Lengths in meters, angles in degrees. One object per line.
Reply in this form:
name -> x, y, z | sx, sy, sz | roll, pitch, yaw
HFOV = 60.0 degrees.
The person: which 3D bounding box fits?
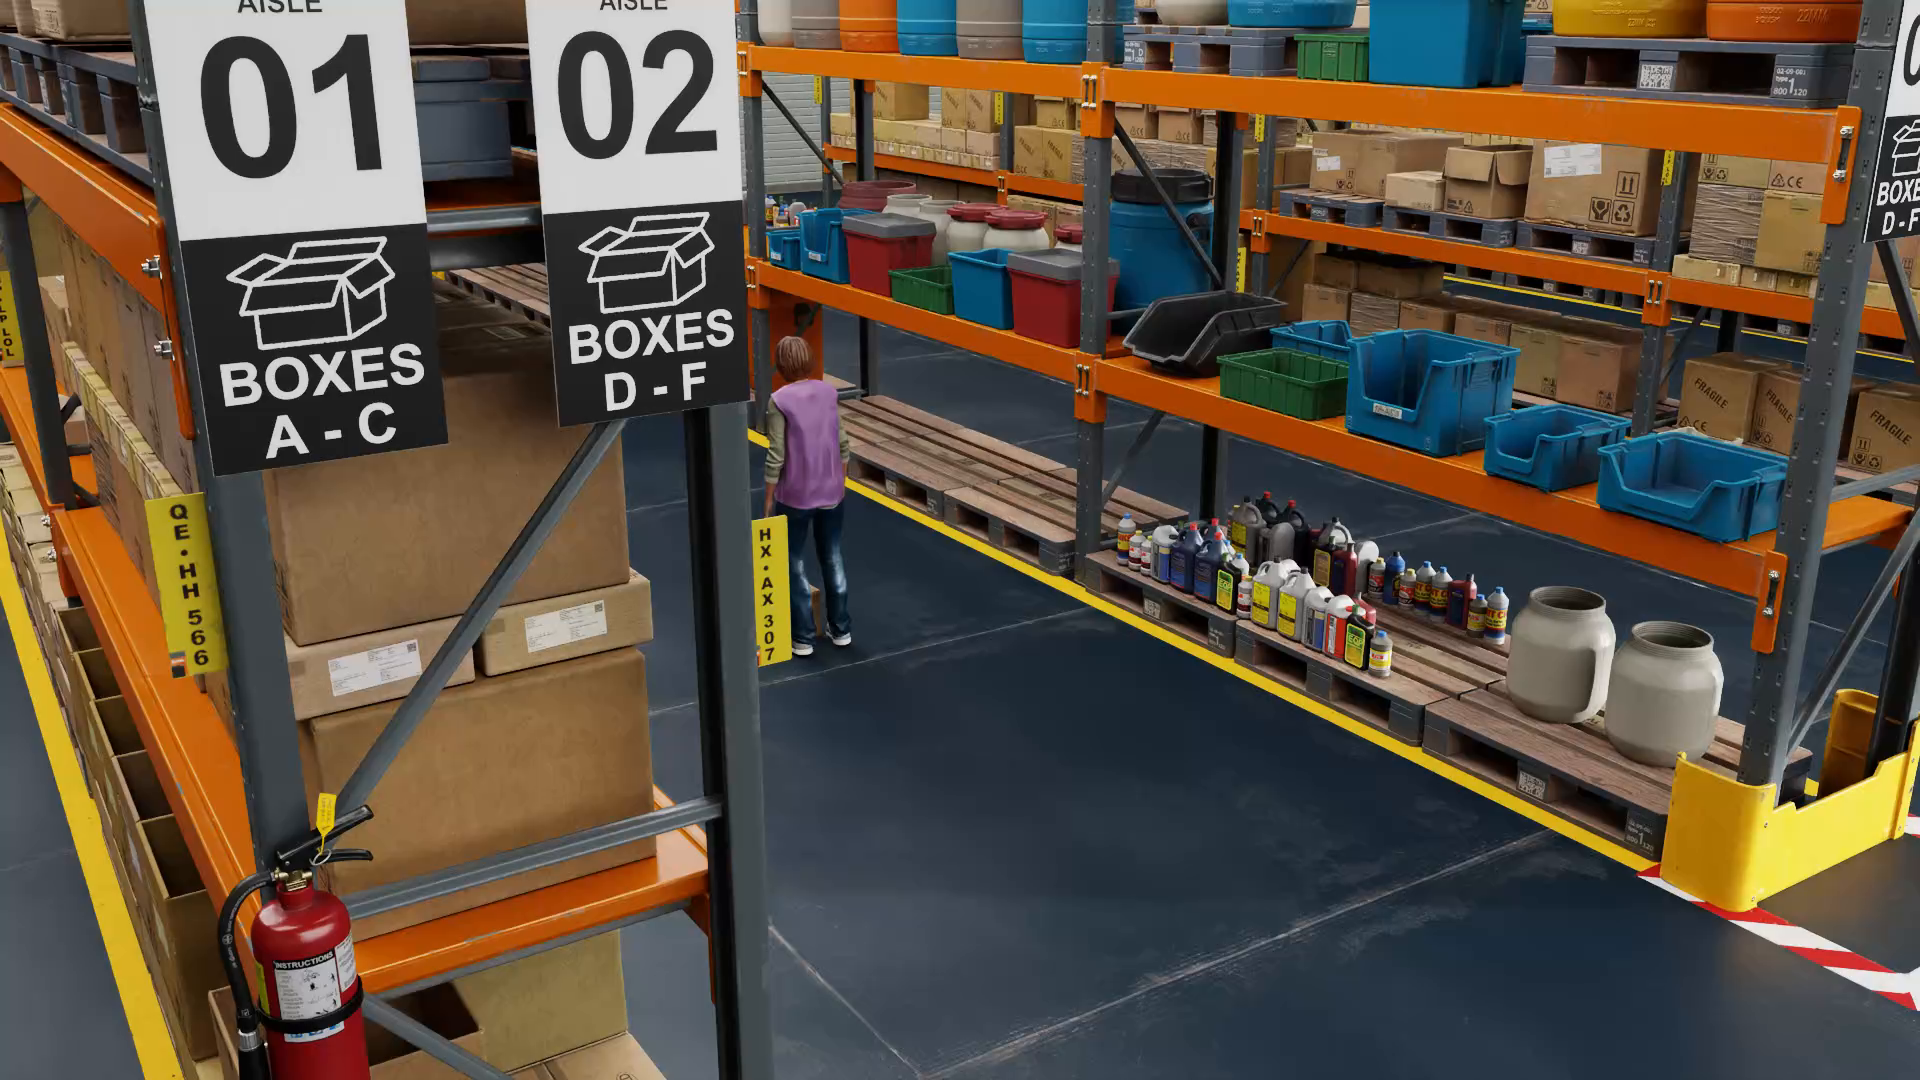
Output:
person -> -0.754, -0.205, 8.211 | 0.468, 1.581, 0.350 | -12, 22, -32
